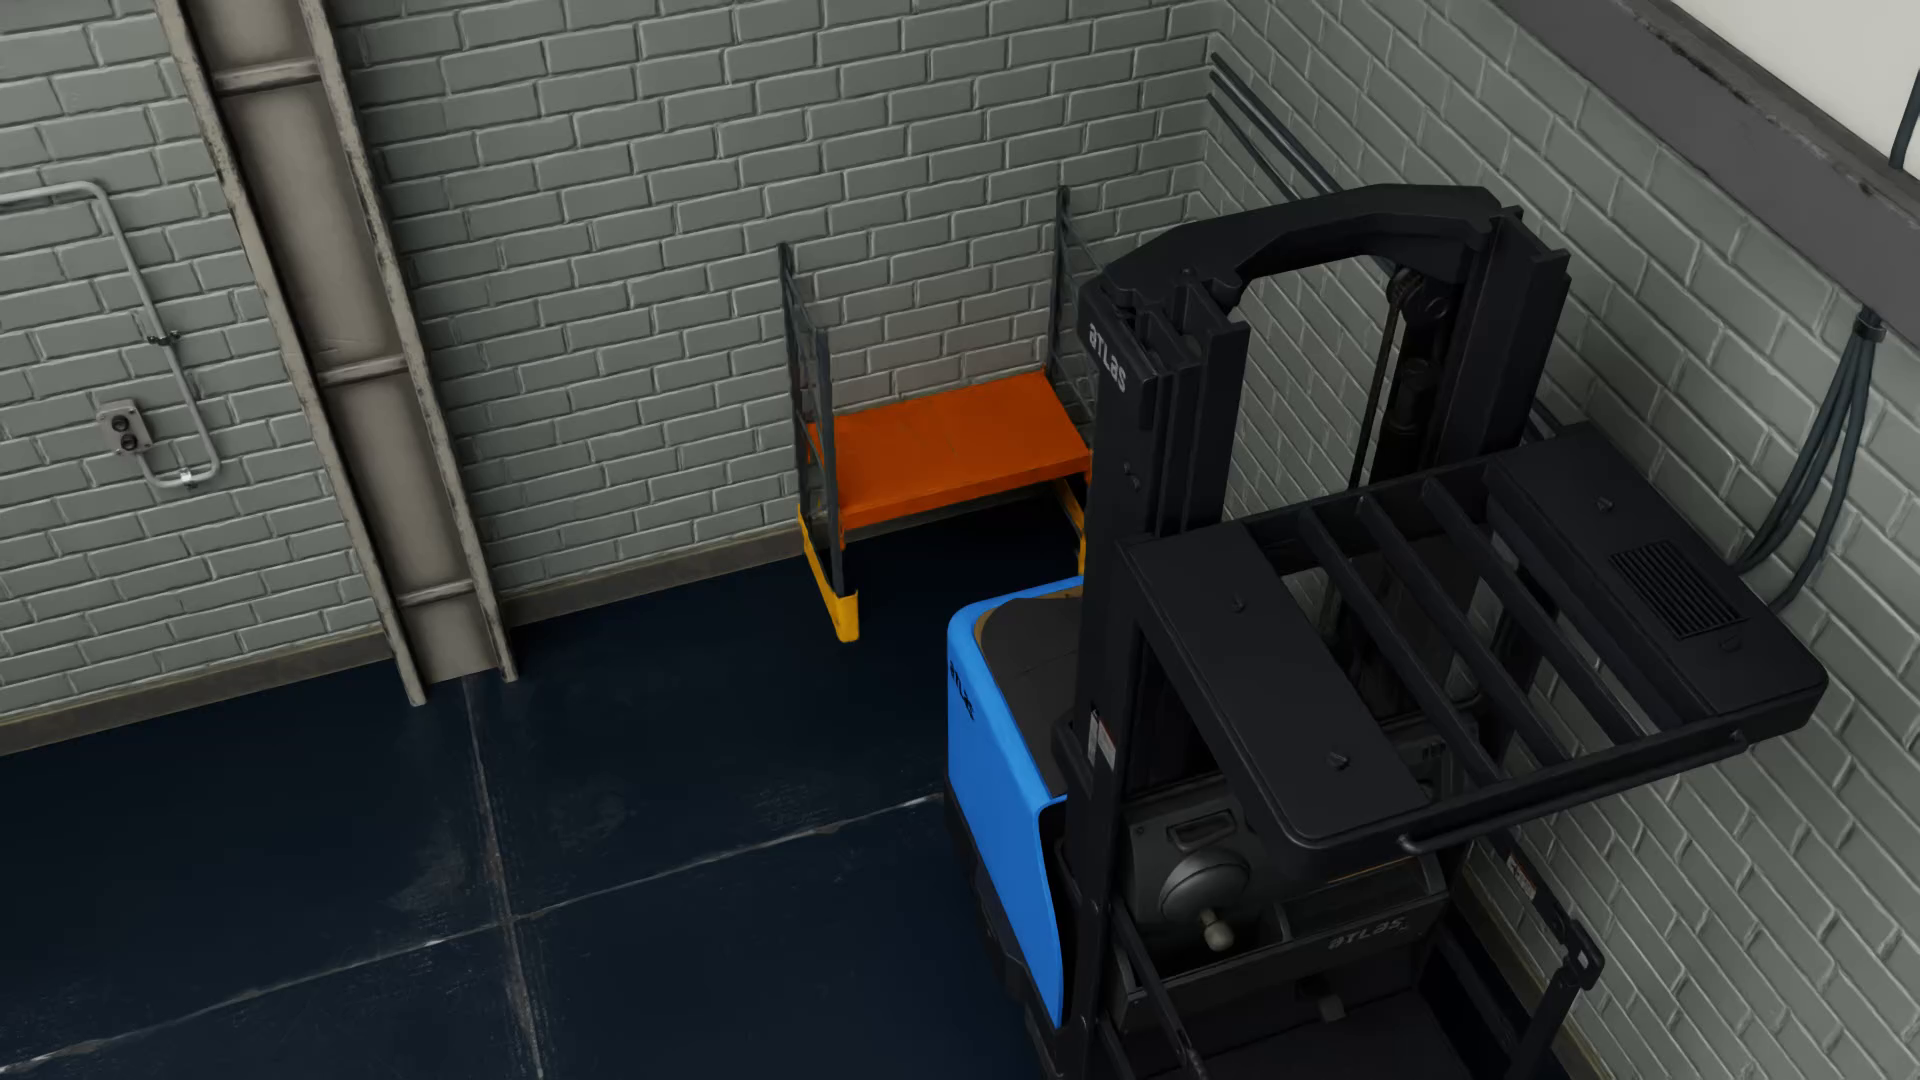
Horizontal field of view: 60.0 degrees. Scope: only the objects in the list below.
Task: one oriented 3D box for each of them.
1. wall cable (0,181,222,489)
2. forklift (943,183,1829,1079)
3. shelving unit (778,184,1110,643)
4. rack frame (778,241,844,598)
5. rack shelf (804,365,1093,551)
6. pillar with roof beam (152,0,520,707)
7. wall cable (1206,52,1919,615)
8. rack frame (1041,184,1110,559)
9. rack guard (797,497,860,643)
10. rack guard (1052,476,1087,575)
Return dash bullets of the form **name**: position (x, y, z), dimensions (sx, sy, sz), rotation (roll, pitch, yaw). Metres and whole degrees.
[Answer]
- **wall cable**: position (-3.251, -0.663, 4.576), dimensions (1.851, 1.984, 0.084), rotation (-14, 47, -14)
- **forklift**: position (0.914, 0.803, 3.880), dimensions (1.130, 2.935, 3.031), rotation (-14, 47, -14)
- **shelving unit**: position (-0.038, -0.445, 6.121), dimensions (1.083, 1.500, 0.587), rotation (-14, 49, -14)
- **rack frame**: position (-0.525, -0.322, 5.999), dimensions (0.032, 1.500, 0.500), rotation (-14, 49, -14)
- **rack shelf**: position (-0.048, -0.321, 6.251), dimensions (1.000, 0.185, 0.538), rotation (-14, 49, -14)
- **pillar with roof beam**: position (-0.427, 0.158, 0.239), dimensions (0.400, 9.000, 9.100), rotation (-14, 47, -14)
- **wall cable**: position (1.307, -1.510, 4.094), dimensions (0.112, 2.526, 3.097), rotation (-14, 47, -14)
- **rack frame**: position (0.433, -0.565, 6.239), dimensions (0.032, 1.500, 0.500), rotation (-14, 49, -14)
- **rack guard**: position (-0.513, 0.099, 6.461), dimensions (0.087, 0.250, 0.587), rotation (-14, 49, -14)
- **rack guard**: position (0.425, -0.139, 6.696), dimensions (0.087, 0.250, 0.587), rotation (-14, 49, -14)
